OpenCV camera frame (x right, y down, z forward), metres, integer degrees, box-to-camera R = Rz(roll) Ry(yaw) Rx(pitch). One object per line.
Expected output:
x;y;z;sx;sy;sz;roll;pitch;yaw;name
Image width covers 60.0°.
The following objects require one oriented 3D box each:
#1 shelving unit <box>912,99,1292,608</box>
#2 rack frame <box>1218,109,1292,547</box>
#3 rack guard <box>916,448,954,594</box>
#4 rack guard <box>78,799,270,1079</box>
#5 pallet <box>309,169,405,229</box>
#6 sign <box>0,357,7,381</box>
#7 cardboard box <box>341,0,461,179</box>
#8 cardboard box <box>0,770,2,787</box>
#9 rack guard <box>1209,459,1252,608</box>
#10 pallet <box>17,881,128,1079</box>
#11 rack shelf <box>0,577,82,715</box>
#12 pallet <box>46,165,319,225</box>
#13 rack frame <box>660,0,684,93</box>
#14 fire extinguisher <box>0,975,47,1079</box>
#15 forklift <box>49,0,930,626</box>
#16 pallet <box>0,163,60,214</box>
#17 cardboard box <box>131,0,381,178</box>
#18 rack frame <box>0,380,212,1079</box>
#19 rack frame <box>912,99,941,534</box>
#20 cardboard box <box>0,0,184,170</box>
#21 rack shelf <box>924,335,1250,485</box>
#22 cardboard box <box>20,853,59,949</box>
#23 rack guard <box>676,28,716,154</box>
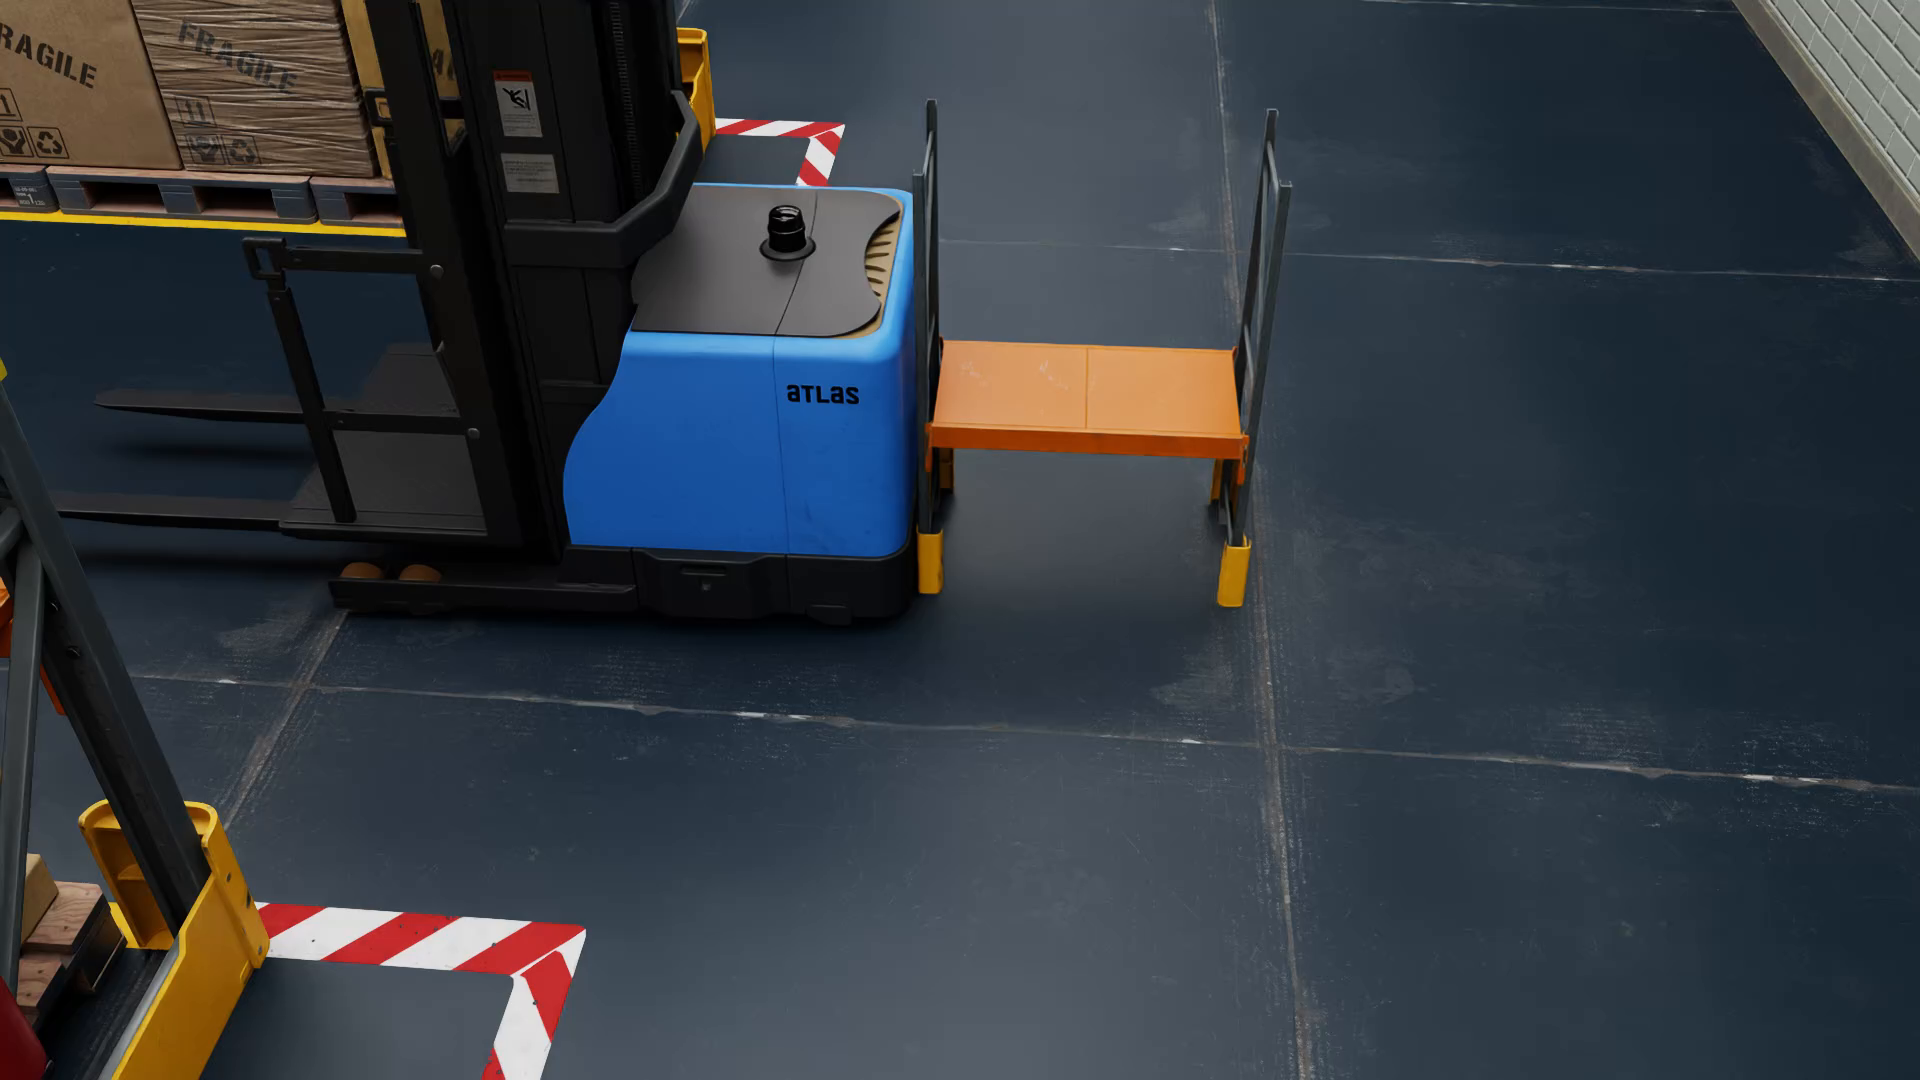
0.415;-0.566;5.258;1.083;1.500;0.587;2;39;3;shelving unit
0.913;-0.545;5.232;0.032;1.500;0.500;2;39;3;rack frame
-0.082;-0.103;5.678;0.087;0.250;0.587;2;39;3;rack guard
-2.051;1.213;3.864;0.348;0.500;1.175;3;39;4;rack guard
-2.250;-1.779;7.769;1.213;0.211;1.003;3;39;4;pallet
-1.929;-0.430;3.216;0.005;0.325;0.100;3;39;4;sign
-2.091;-2.190;7.415;0.875;0.875;0.875;3;39;4;cardboard box
-2.468;0.717;3.947;0.250;0.149;0.380;1;39;2;cardboard box
0.912;-0.060;5.626;0.087;0.250;0.587;2;39;3;rack guard
-2.858;1.258;4.037;1.213;0.211;1.003;3;39;4;pallet
-3.968;0.417;3.431;4.000;0.370;1.077;3;39;4;rack shelf
-3.462;-1.848;7.853;1.213;0.211;1.003;3;39;4;pallet
-1.447;-2.867;6.896;0.127;3.000;1.000;3;39;4;rack frame
-1.764;0.726;2.839;0.183;0.674;0.296;3;39;4;fire extinguisher
-1.642;-1.222;4.929;3.031;2.935;1.130;2;39;3;forklift
-4.681;-1.912;7.932;1.213;0.211;1.003;3;39;4;pallet
-2.998;-2.240;7.476;0.875;0.875;0.875;3;39;4;cardboard box
-1.976;0.247;3.070;0.127;3.000;1.000;3;39;4;rack frame
-0.101;-0.588;5.285;0.032;1.500;0.500;2;39;3;rack frame
-3.885;-2.288;7.535;0.875;0.875;0.875;3;39;4;cardboard box
0.406;-0.427;5.372;1.000;0.185;0.538;2;39;3;rack shelf
-2.470;0.960;4.120;0.250;0.149;0.380;4;39;5;cardboard box
-1.423;-1.896;7.683;0.348;0.500;1.175;3;39;4;rack guard
